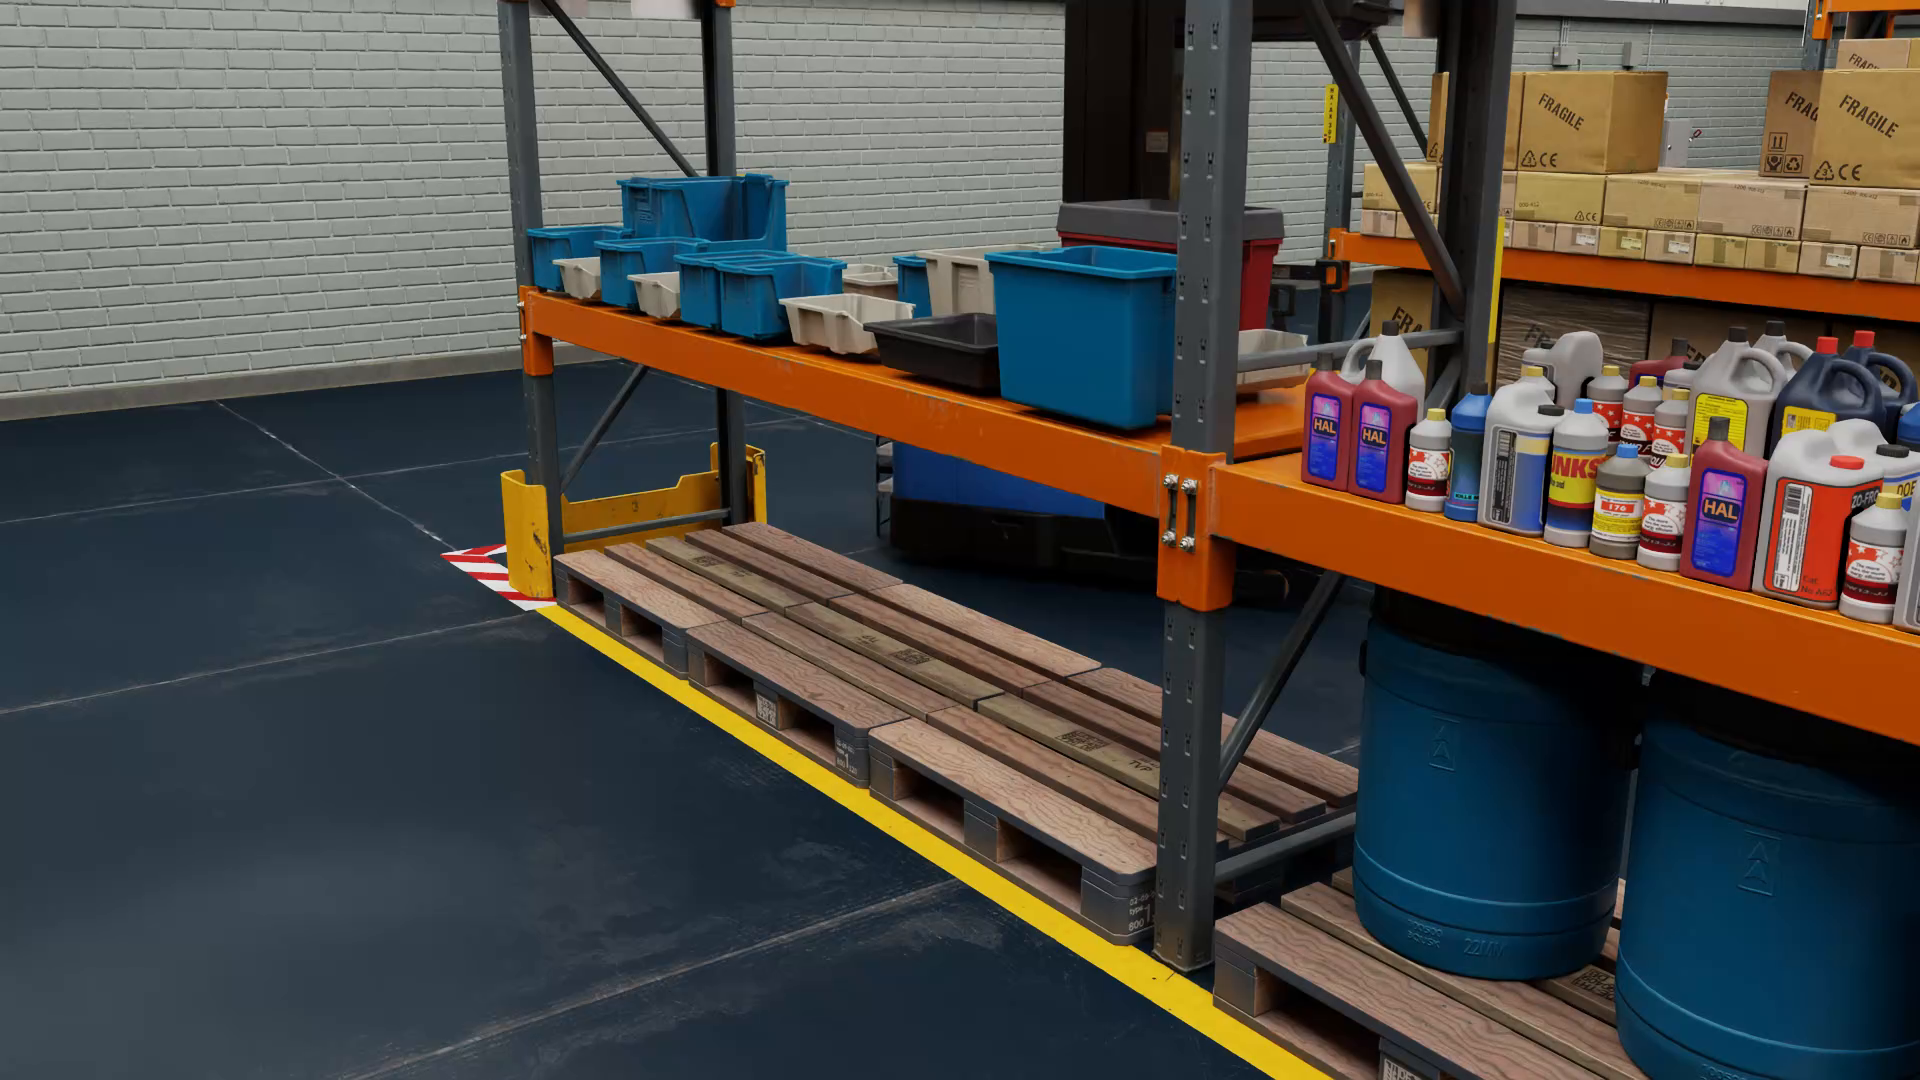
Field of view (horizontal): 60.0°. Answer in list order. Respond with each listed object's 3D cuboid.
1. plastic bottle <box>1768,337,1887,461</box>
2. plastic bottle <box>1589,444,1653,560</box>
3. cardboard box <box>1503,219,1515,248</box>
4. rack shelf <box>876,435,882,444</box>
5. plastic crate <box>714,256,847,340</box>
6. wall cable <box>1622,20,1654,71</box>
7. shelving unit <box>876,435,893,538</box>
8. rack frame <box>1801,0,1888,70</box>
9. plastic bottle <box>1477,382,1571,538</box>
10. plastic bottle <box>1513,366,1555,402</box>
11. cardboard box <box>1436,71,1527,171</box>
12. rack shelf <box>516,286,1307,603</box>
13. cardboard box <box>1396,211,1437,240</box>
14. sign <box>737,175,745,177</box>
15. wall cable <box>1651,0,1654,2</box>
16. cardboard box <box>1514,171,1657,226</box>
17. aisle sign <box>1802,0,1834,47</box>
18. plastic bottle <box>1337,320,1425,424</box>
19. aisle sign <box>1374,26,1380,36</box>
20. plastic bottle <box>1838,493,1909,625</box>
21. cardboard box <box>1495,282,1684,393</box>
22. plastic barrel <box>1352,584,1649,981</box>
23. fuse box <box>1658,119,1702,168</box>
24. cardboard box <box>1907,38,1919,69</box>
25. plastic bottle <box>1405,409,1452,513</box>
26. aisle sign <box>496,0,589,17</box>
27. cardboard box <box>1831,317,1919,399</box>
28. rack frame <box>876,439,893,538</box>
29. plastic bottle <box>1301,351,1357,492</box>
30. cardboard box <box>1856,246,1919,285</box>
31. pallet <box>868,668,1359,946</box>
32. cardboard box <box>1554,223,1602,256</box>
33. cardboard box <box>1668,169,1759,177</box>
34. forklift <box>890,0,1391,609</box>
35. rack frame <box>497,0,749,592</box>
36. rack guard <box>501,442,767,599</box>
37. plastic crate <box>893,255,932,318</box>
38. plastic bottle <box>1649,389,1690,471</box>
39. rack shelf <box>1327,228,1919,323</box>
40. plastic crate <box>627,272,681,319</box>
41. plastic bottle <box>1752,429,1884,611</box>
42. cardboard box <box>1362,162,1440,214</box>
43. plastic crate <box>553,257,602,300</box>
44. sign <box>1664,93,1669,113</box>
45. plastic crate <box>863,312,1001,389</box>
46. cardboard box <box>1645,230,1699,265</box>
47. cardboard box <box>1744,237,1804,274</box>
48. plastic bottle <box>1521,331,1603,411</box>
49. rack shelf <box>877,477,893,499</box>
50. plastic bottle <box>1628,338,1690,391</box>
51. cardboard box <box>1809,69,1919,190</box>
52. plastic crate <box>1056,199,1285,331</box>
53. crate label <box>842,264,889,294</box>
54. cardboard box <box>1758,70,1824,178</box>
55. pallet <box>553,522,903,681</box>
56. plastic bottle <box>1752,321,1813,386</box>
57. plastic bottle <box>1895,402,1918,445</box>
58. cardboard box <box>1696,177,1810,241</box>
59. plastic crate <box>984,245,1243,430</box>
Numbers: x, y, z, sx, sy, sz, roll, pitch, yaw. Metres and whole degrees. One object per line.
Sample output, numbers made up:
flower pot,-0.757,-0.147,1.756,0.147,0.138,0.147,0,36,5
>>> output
plastic bottle,1.724,-0.224,3.304,0.144,0.351,0.185,-11,19,-35
plastic bottle,1.209,-0.073,3.037,0.097,0.201,0.097,0,15,0
cardboard box,2.980,-1.665,8.952,0.380,0.149,0.250,-11,19,-35
rack shelf,-0.262,-0.517,8.047,0.200,0.077,0.258,6,17,22
plastic crate,-0.595,-0.808,5.550,0.416,0.233,0.300,-11,19,-35
wall cable,8.404,-5.529,20.670,0.588,1.984,0.122,-11,19,-35
shelving unit,-0.262,-0.463,8.062,0.210,0.900,0.258,6,17,22
rack frame,6.653,-2.826,12.719,1.000,3.000,0.127,-11,19,-35
plastic bottle,1.106,-0.159,3.209,0.152,0.276,0.135,-11,19,-35
plastic bottle,1.330,-0.302,3.872,0.097,0.201,0.097,0,15,0
cardboard box,2.939,-2.259,8.949,0.500,0.500,0.500,-11,19,-36
rack shelf,-0.249,-0.535,5.711,1.077,0.370,4.000,-11,19,-35
cardboard box,2.675,-1.775,9.355,0.380,0.149,0.250,-11,19,-35
sign,-0.989,-1.476,7.479,0.100,0.325,0.005,-11,19,-35
wall cable,7.635,-7.796,19.516,2.355,3.000,0.029,-11,19,-35
cardboard box,3.249,-1.787,8.642,0.500,0.250,0.500,-12,19,-36
aisle sign,6.367,-4.049,12.263,0.394,0.787,0.004,-11,19,-35
plastic bottle,0.896,-0.297,3.572,0.144,0.351,0.185,-11,19,-35
aisle sign,2.297,-3.300,9.528,0.394,0.787,0.004,-11,19,-35
plastic bottle,1.481,0.026,2.676,0.097,0.201,0.097,0,15,0
cardboard box,3.558,-0.937,9.046,0.875,0.875,0.875,-11,19,-35
plastic barrel,1.233,0.474,3.843,0.600,0.901,0.708,-11,19,-35
fuse box,9.048,-4.490,21.239,0.539,1.711,0.414,-11,19,-35
cardboard box,7.004,-3.256,11.644,0.500,0.500,0.500,-10,18,-33
plastic bottle,0.959,-0.164,3.370,0.097,0.201,0.097,0,15,0
aisle sign,-1.707,-2.532,6.721,0.394,0.787,0.004,-11,19,-35
cardboard box,4.610,-0.555,7.650,0.875,0.875,0.875,-11,19,-35
rack frame,-0.356,-0.473,8.101,0.006,0.900,0.240,6,17,22
plastic bottle,0.798,-0.254,3.543,0.061,0.283,0.133,-11,19,-35
cardboard box,4.187,-1.226,7.351,0.380,0.149,0.250,-11,19,-35
pallet,0.463,0.739,4.975,1.003,0.211,1.213,-11,19,-35
cardboard box,3.281,-1.555,8.552,0.380,0.149,0.250,-11,19,-35
cardboard box,3.988,-1.759,8.541,0.500,0.250,0.500,-11,19,-34
forklift,1.242,-1.281,7.205,3.031,2.935,1.130,6,17,22
rack frame,-1.425,-1.309,7.176,1.000,3.000,0.127,-11,19,-35
rack guard,-1.449,-0.106,7.517,1.175,0.500,0.348,-11,19,-35
plastic crate,-0.010,-0.858,5.733,0.416,0.233,0.300,-11,19,-35
plastic bottle,1.545,-0.224,3.587,0.097,0.201,0.097,0,15,0
rack shelf,3.757,-1.304,8.520,1.077,0.370,4.000,-11,19,-35
plastic crate,-1.025,-0.881,5.997,0.250,0.136,0.298,-11,19,-35
plastic bottle,1.435,-0.039,2.772,0.152,0.276,0.135,-11,19,-35
cardboard box,2.645,-2.004,9.438,0.500,0.250,0.500,-11,19,-36
plastic crate,-1.424,-1.025,6.526,0.250,0.136,0.298,-11,19,-35
sign,8.882,-5.545,21.090,0.339,0.242,0.001,-11,19,-35
plastic crate,0.052,-0.548,4.805,0.437,0.125,0.590,-11,19,-35
cardboard box,3.584,-1.445,8.151,0.380,0.149,0.250,-10,18,-34
cardboard box,3.884,-1.336,7.752,0.380,0.149,0.250,-10,18,-34
plastic bottle,1.420,-0.361,3.948,0.152,0.276,0.135,-11,19,-35
rack shelf,-0.262,-0.257,8.119,0.200,0.077,0.258,6,17,22
plastic bottle,1.593,-0.322,3.792,0.061,0.283,0.133,-11,19,-35
cardboard box,4.156,-1.821,7.346,0.500,0.500,0.500,-11,19,-34
plastic crate,0.605,-0.744,4.878,0.402,0.464,0.583,-11,19,-35
crate label,-0.457,-0.945,6.232,0.396,0.136,0.243,-11,19,-35
cardboard box,4.266,-2.015,8.056,0.500,0.500,0.500,-12,19,-36
pallet,-0.971,0.218,6.879,1.003,0.211,1.213,-11,19,-35
plastic bottle,1.732,-0.285,3.530,0.144,0.351,0.185,-11,19,-35
plastic bottle,1.932,-0.175,3.269,0.152,0.276,0.135,-11,19,-35
cardboard box,3.855,-1.567,7.841,0.500,0.250,0.500,-10,18,-33
plastic crate,0.377,-0.523,4.220,0.392,0.384,0.575,-11,19,-35
